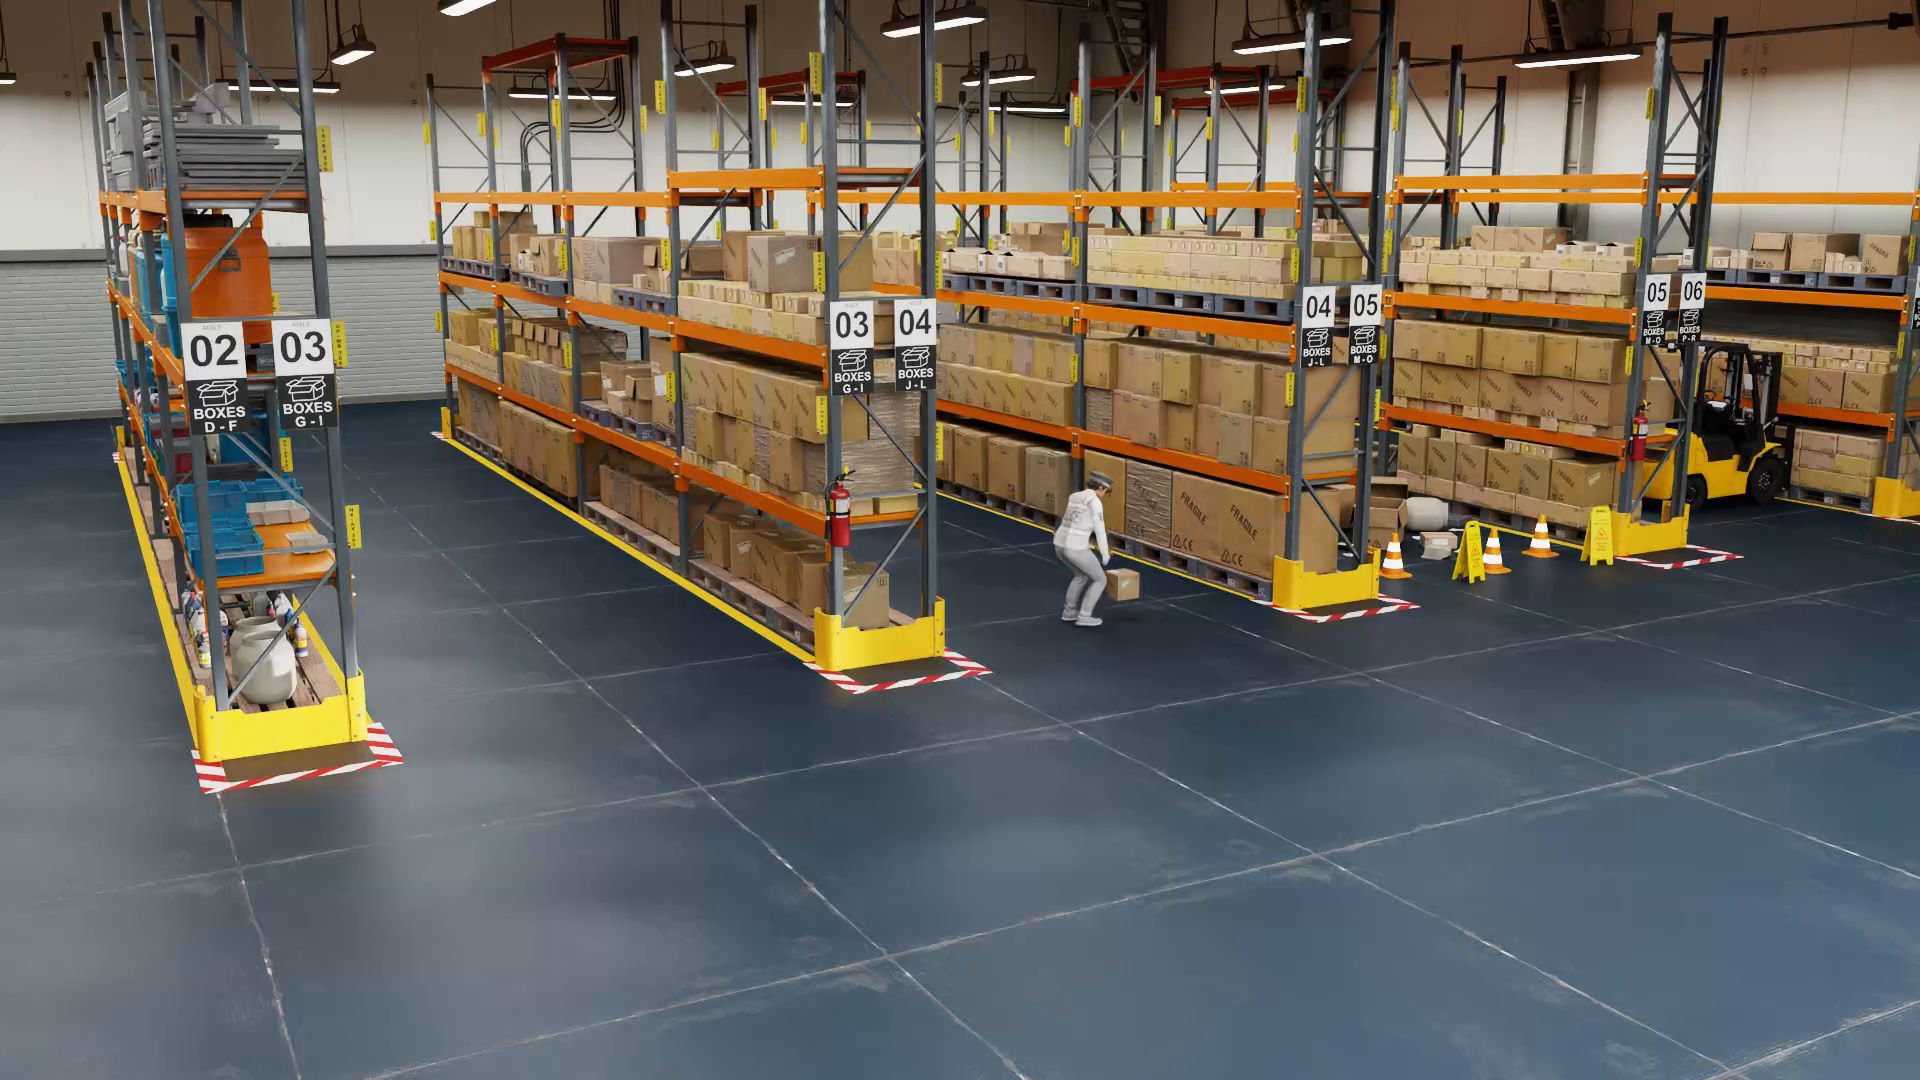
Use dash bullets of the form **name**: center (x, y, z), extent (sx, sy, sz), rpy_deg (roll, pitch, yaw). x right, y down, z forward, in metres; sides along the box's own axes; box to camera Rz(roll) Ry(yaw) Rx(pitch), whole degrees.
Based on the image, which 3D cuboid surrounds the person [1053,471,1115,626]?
- **person**: center (1.198, 0.077, 16.079), extent (0.633, 1.475, 0.532), rpy_deg (-6, 13, -27)
